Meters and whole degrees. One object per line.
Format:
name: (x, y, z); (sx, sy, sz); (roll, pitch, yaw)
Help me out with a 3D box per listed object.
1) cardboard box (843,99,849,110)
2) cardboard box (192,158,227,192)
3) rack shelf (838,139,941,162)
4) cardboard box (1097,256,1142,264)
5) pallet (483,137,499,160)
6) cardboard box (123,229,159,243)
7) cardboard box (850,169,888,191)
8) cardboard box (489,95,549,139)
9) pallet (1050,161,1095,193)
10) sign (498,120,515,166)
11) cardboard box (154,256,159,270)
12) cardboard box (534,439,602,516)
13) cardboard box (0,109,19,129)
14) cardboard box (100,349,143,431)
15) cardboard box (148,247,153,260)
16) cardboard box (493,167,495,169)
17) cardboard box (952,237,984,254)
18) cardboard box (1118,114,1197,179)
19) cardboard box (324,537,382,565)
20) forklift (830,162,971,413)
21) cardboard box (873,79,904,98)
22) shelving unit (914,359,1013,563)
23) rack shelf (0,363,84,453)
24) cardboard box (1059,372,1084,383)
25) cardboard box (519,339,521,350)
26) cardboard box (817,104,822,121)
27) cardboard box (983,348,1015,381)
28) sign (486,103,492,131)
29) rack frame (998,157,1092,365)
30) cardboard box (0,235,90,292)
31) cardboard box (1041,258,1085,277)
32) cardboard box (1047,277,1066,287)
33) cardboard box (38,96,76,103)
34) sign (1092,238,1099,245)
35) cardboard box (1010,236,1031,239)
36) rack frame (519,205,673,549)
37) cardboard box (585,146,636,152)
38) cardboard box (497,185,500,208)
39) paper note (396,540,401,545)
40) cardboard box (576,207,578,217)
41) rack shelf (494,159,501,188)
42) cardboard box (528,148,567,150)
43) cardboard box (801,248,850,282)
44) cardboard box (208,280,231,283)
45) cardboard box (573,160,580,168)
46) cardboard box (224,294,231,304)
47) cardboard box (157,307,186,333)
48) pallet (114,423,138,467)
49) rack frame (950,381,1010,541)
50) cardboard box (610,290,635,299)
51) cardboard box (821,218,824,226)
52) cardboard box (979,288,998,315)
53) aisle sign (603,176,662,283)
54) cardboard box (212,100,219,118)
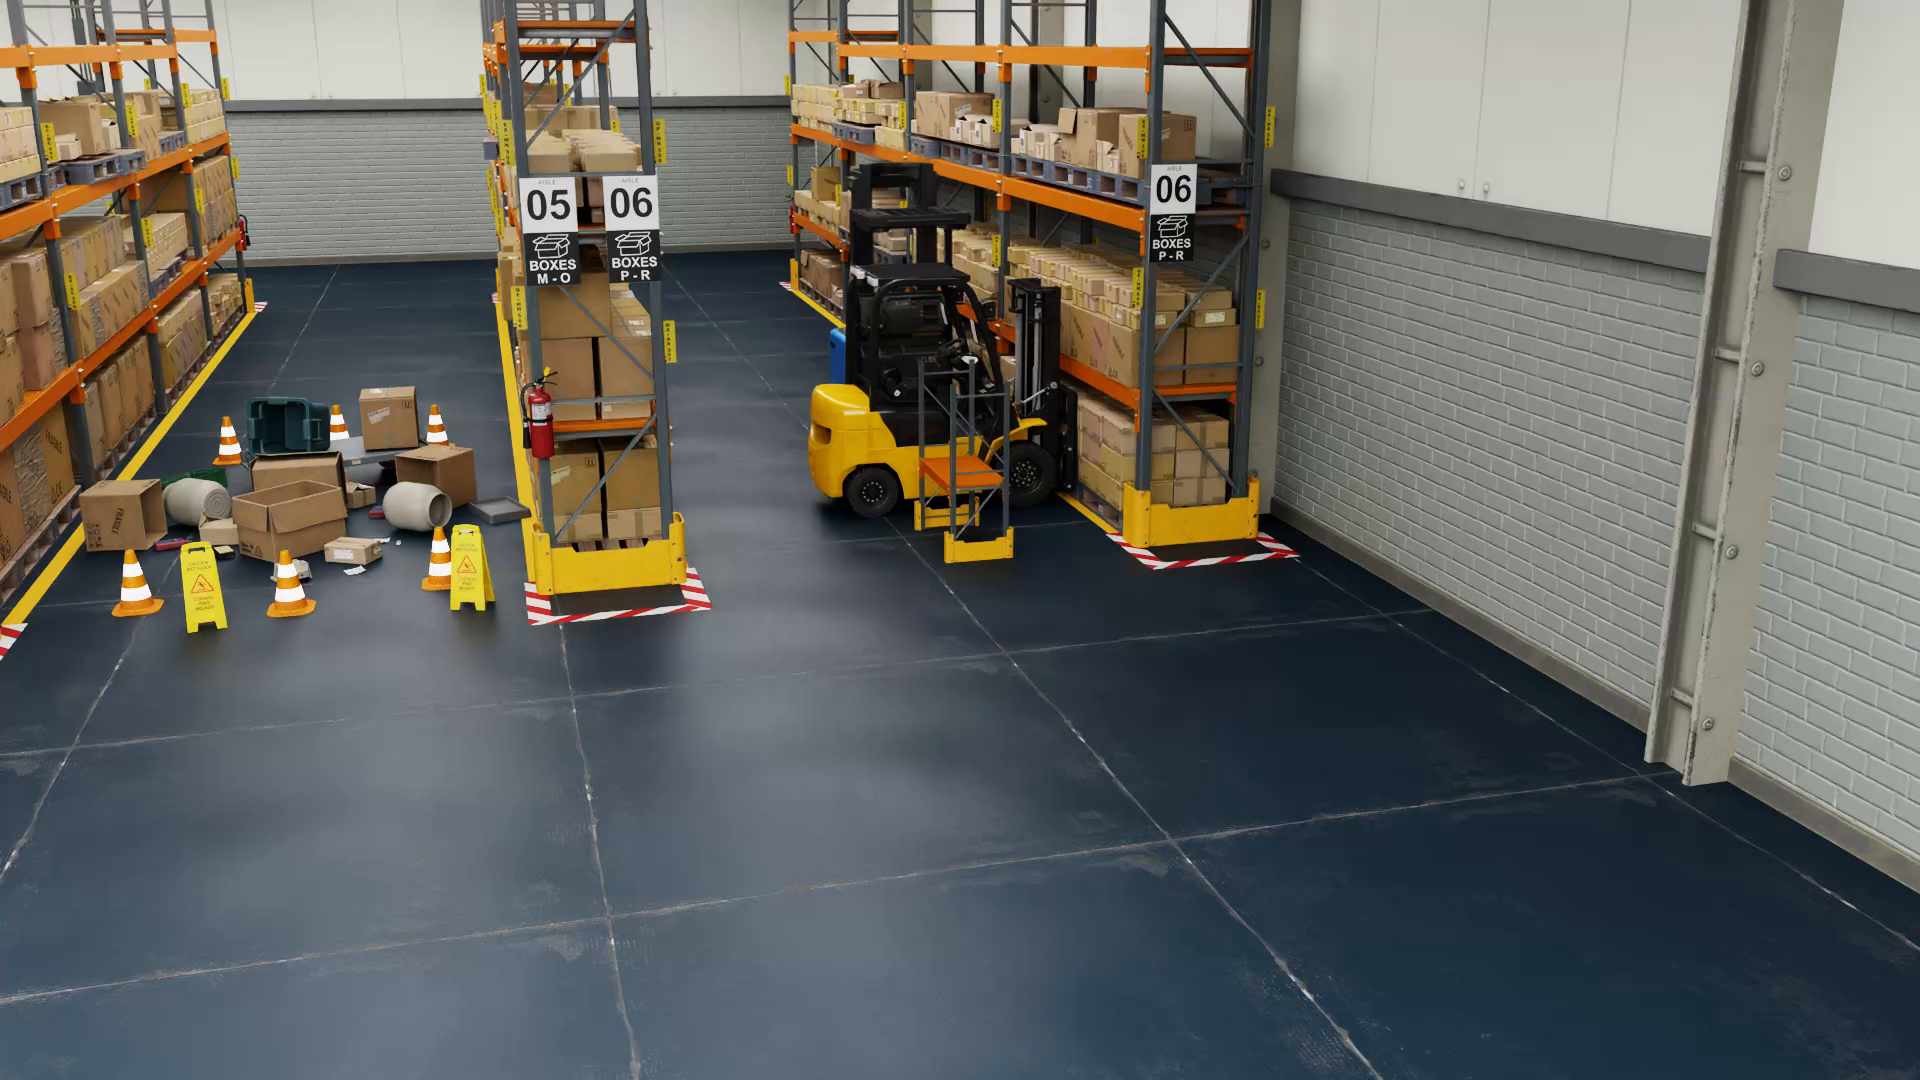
cardboard box: (-1.462, -6.234, 23.793); (0.380, 0.149, 0.250); (-5, 17, -16)
cardboard box: (-11.391, -5.501, 25.122); (0.500, 0.500, 0.500); (-5, 18, -17)
rack shelf: (-0.743, -5.324, 22.998); (1.077, 0.370, 4.000); (-5, 17, -15)
cardboard box: (1.579, -2.726, 16.496); (0.380, 0.149, 0.250); (-5, 17, -16)
pallet: (-5.193, -4.805, 20.349); (1.213, 0.211, 1.003); (-4, 17, -13)
cardboard box: (-9.926, -3.665, 20.112); (0.380, 0.149, 0.250); (-4, 17, -13)
cardboard box: (-1.447, -5.648, 26.480); (0.500, 0.500, 0.500); (-5, 17, -17)
cardboard box: (-5.420, -5.230, 20.530); (0.700, 0.500, 0.500); (-6, 18, -18)
pallet: (1.496, -3.396, 15.482); (1.003, 0.211, 1.213); (-5, 17, -15)
sign: (-3.306, -2.895, 12.121); (0.100, 0.325, 0.005); (-5, 17, -15)
cardboard box: (-9.850, -3.310, 19.963); (0.380, 0.149, 0.250); (-4, 17, -13)
cardboard box: (-3.238, -0.517, 13.704); (0.500, 0.500, 0.500); (-5, 17, -15)
cardboard box: (-8.053, -3.491, 13.793); (0.380, 0.149, 0.250); (-5, 17, -15)
cardboard box: (-9.373, -1.572, 17.653); (1.050, 0.750, 0.750); (-4, 17, -14)
cardboard box: (-9.790, -3.387, 19.704); (0.380, 0.149, 0.250); (-5, 18, -17)
cardboard box: (-6.870, -5.447, 25.461); (0.500, 0.500, 0.500); (-5, 17, -15)
cardboard box: (0.071, -3.426, 19.342); (0.380, 0.149, 0.250); (-5, 17, -17)
cardboard box: (1.649, -3.302, 13.940); (0.500, 0.500, 0.500); (-4, 17, -13)
cardboard box: (-5.069, 0.090, 13.893); (0.380, 0.149, 0.250); (4, 17, 13)
forklift: (-0.533, -2.386, 17.301); (1.130, 2.935, 3.031); (-5, 18, -17)
cardboard box: (-1.039, -6.541, 24.097); (0.396, 0.266, 0.258); (-5, 17, -15)
shelving unit: (0.021, -0.697, 14.166); (0.587, 1.500, 1.083); (-5, 17, -15)
rack shelf: (-8.048, -0.862, 13.357); (1.077, 0.370, 4.000); (-5, 17, -15)
cardboard box: (1.015, -1.498, 16.536); (0.500, 0.250, 0.500); (-4, 17, -13)
cardboard box: (-4.088, -1.946, 16.153); (0.380, 0.149, 0.250); (-5, 17, -16)
cardboard box: (-1.949, -6.691, 26.044); (0.500, 0.250, 0.500); (-4, 17, -14)
cardboard box: (0.751, -1.779, 18.560); (0.875, 0.625, 0.625); (-4, 17, -13)
sign: (-5.501, -4.966, 19.519); (0.100, 0.325, 0.005); (-5, 17, -15)
rack frame: (0.905, -2.572, 17.801); (1.000, 3.000, 0.127); (-5, 17, -15)
cardboard box: (-9.022, -2.705, 16.331); (0.700, 0.500, 0.500); (-5, 17, -15)
cardboard box: (1.014, -2.678, 16.333); (0.380, 0.149, 0.250); (-5, 17, -16)
cardboard box: (1.064, -2.465, 16.144); (0.380, 0.149, 0.250); (-5, 18, -17)
cardboard box: (-10.058, -4.808, 18.527); (0.396, 0.266, 0.258); (-5, 17, -15)
sign: (1.439, -3.069, 17.813); (0.100, 0.325, 0.005); (-5, 17, -15)
cardboard box: (0.641, -3.470, 19.490); (0.380, 0.149, 0.250); (-5, 17, -15)
rack frame: (-2.767, -1.072, 12.808); (1.000, 3.000, 0.127); (-5, 17, -15)
cardboard box: (-2.762, -3.027, 13.153); (0.380, 0.149, 0.250); (-5, 17, -15)
cardboard box: (-5.918, -4.496, 22.295); (0.500, 0.500, 0.500); (-5, 17, -17)
paper note: (-4.849, 0.022, 14.361); (0.032, 0.001, 0.123); (-5, 17, -15)
cardboard box: (-3.280, -2.683, 13.392); (0.380, 0.149, 0.250); (-5, 17, -15)
rack shelf: (-5.515, -4.930, 21.688); (1.077, 0.370, 4.000); (-5, 17, -15)
cardboard box: (-3.265, -2.984, 13.009); (0.380, 0.149, 0.250); (-5, 17, -16)
cardboard box: (-2.315, -4.720, 28.562); (0.797, 0.503, 0.637); (-5, 18, -17)
cardboard box: (-11.289, -3.861, 25.282); (0.380, 0.149, 0.250); (-5, 18, -17)
cardboard box: (-2.944, -3.021, 13.824); (0.500, 0.250, 0.500); (-4, 17, -14)
cardboard box: (-11.124, -3.575, 24.849); (0.380, 0.149, 0.250); (-4, 17, -12)
cardboard box: (-9.917, -2.717, 20.595); (0.500, 0.250, 0.500); (-5, 17, -15)
pallet: (-9.221, -0.969, 17.313); (1.003, 0.211, 1.213); (-5, 17, -15)
rack frame: (0.163, -0.554, 13.690); (0.500, 1.500, 0.032); (-5, 17, -15)
cardboard box: (-3.210, -1.981, 15.141); (0.500, 0.500, 0.500); (-4, 17, -14)
cardboard box: (-2.031, -5.161, 26.857); (0.380, 0.149, 0.250); (-5, 17, -15)
cardboard box: (0.515, -2.619, 18.218); (0.500, 0.250, 0.500); (-4, 17, -14)
aisle sign: (-2.452, -2.325, 12.458); (0.394, 0.787, 0.004); (-5, 17, -15)
cardboard box: (-11.383, -6.434, 24.836); (0.500, 0.250, 0.500); (-5, 17, -17)
